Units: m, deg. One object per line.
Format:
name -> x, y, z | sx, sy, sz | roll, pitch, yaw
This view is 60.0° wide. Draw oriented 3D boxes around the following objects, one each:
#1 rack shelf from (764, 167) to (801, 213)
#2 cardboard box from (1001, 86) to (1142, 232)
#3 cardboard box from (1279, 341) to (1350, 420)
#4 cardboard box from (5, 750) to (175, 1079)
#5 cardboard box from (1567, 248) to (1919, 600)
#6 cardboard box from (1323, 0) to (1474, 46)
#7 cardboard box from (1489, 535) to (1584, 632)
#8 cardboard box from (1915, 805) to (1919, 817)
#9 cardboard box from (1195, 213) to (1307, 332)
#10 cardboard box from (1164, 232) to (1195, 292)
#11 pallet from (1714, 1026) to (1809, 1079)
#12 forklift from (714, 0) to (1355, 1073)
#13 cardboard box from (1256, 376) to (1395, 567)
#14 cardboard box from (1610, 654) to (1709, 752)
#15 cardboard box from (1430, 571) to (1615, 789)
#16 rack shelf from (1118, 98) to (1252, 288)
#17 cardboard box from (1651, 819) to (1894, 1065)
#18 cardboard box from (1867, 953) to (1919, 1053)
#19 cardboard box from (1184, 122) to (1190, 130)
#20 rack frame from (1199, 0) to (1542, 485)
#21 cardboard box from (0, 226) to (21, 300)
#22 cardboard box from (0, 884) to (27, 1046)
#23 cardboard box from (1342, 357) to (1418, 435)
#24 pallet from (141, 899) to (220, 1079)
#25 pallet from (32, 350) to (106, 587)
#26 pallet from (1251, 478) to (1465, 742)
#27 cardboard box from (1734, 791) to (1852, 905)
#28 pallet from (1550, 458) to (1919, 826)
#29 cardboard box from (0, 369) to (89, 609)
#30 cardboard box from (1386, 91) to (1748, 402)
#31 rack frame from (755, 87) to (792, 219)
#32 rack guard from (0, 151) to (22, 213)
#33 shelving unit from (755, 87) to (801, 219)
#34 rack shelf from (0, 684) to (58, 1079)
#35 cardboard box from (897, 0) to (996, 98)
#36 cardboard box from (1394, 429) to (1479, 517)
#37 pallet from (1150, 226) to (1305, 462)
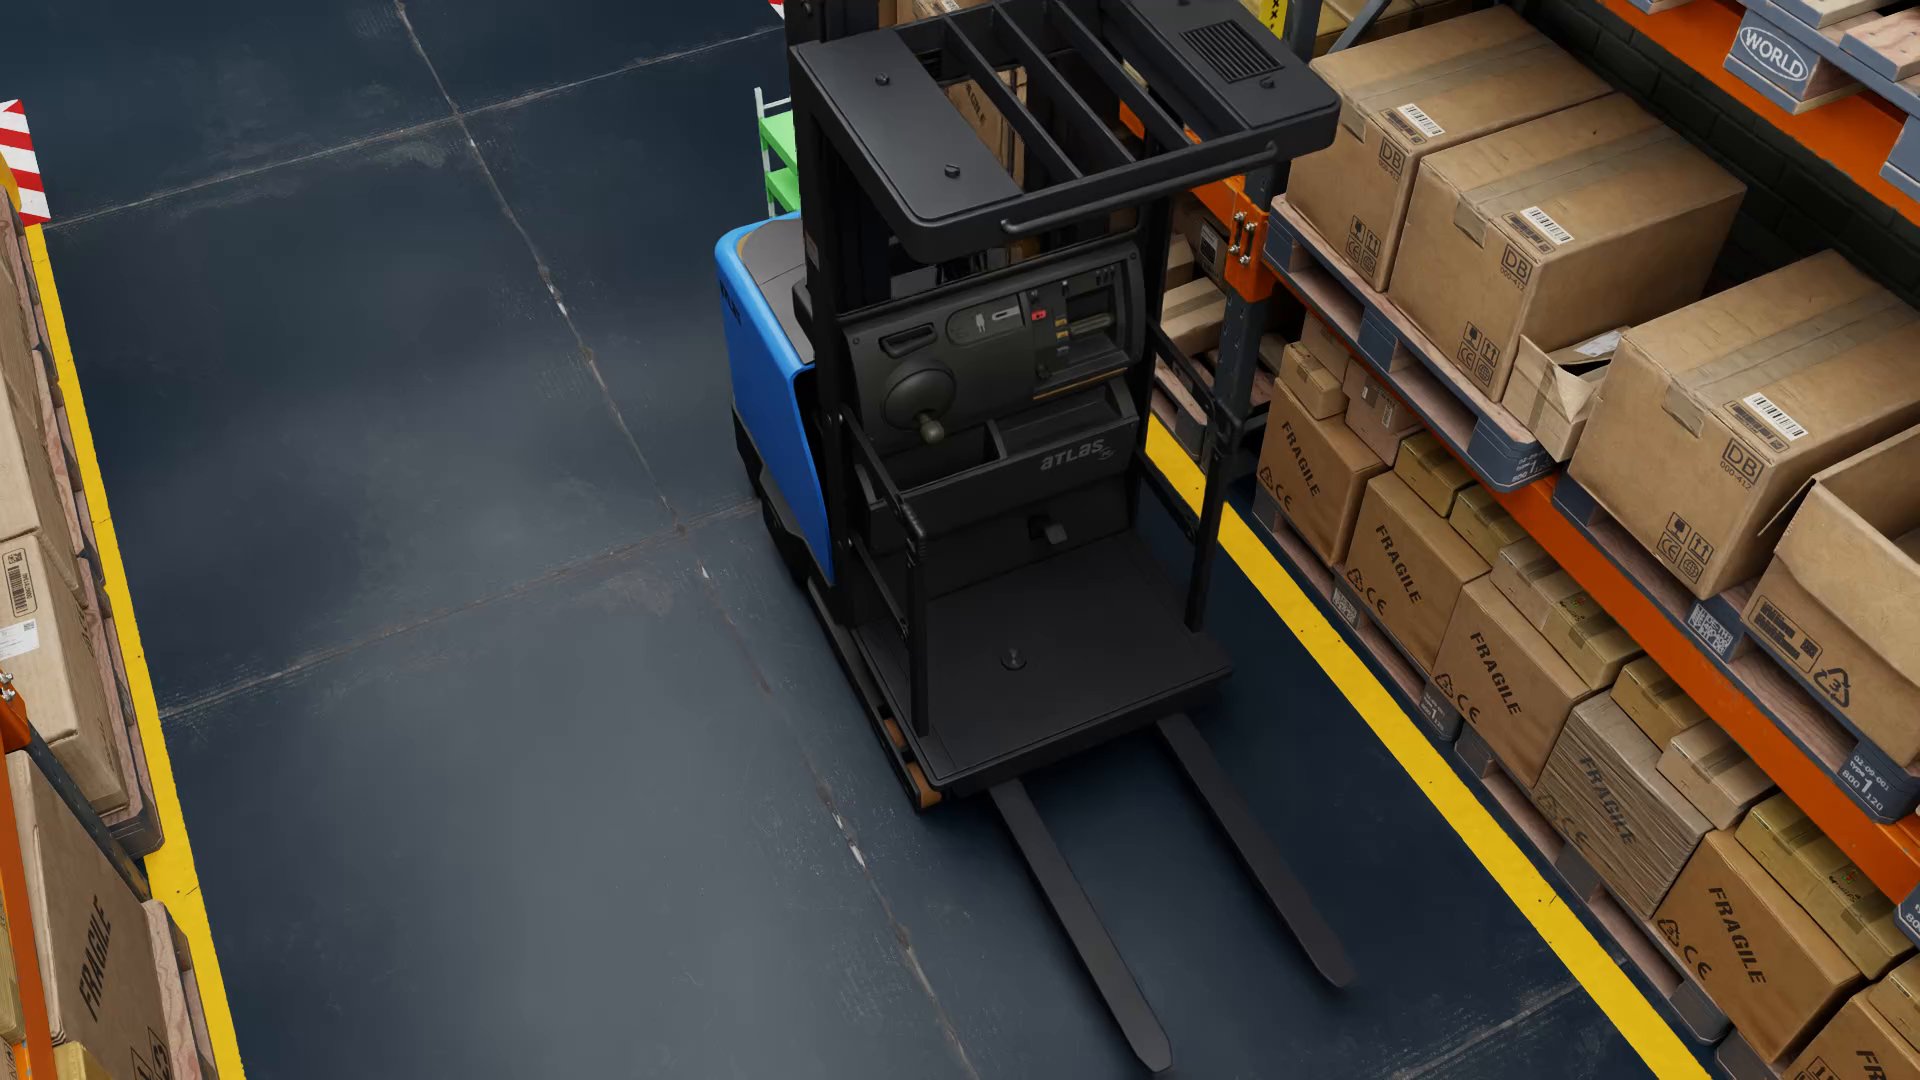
rack shelf -> -0.526, -1.252, 6.307 | 0.258, 0.148, 0.480 | -22, 51, -18
cardboard box -> 0.603, -1.668, 7.098 | 0.700, 0.500, 0.500 | -23, 53, -19
cardboard box -> 1.334, -0.595, 5.729 | 0.380, 0.149, 0.250 | -19, 51, -16
cardboard box -> -2.650, 1.263, 4.286 | 0.875, 0.875, 0.875 | -20, 52, -16
cardboard box -> 2.025, -0.297, 4.171 | 0.700, 0.500, 0.500 | -21, 52, -18
cardboard box -> 1.420, -1.871, 5.796 | 0.500, 0.250, 0.500 | -22, 52, -18
cardboard box -> 1.876, 0.090, 5.129 | 0.380, 0.149, 0.250 | -21, 52, -18
cardboard box -> 2.466, 0.595, 3.557 | 0.500, 0.250, 0.500 | -23, 53, -19
cardboard box -> 1.314, -1.175, 6.792 | 0.500, 0.311, 0.500 | -19, 52, -16
cardboard box -> 0.727, -1.147, 6.798 | 0.396, 0.266, 0.258 | -19, 52, -16
pallet -> 2.929, 1.684, 4.637 | 1.003, 0.211, 1.213 | -21, 52, -18
forklift -> 0.211, -0.465, 4.710 | 1.130, 2.935, 3.031 | -19, 52, -16
cardboard box -> 1.428, -0.312, 5.912 | 0.500, 0.500, 0.500 | -19, 52, -16
cardboard box -> 2.137, 0.428, 4.834 | 0.380, 0.149, 0.250 | -21, 52, -17
cardboard box -> 1.905, 0.376, 5.310 | 0.500, 0.500, 0.500 | -23, 53, -19
rack shelf -> 0.491, -2.500, 6.922 | 1.077, 0.370, 4.000 | -21, 52, -18
cardboard box -> 2.391, 1.067, 4.706 | 0.500, 0.500, 0.500 | -19, 52, -16
cardboard box -> 2.552, 1.143, 4.208 | 0.380, 0.149, 0.250 | -23, 53, -19
cardboard box -> 0.898, -1.609, 5.831 | 0.380, 0.149, 0.250 | -20, 52, -17
rack frame -> 1.407, -1.398, 5.480 | 1.000, 3.000, 0.127 | -21, 52, -18
cardboard box -> -4.445, -1.251, 6.774 | 0.875, 0.438, 0.875 | -23, 53, -19
cardboard box -> -2.344, 0.918, 3.554 | 0.500, 0.250, 0.500 | -22, 52, -18
cardboard box -> 1.496, -0.536, 5.479 | 0.380, 0.149, 0.250 | -24, 53, -19
pallet -> -2.585, 1.722, 4.603 | 1.003, 0.211, 1.213 | -21, 52, -18
pallet -> -3.846, -0.122, 6.216 | 1.003, 0.211, 1.213 | -21, 52, -18
pallet -> 1.812, 0.051, 6.065 | 1.003, 0.211, 1.213 | -21, 52, -18
cardboard box -> 2.357, 0.784, 4.522 | 0.380, 0.149, 0.250 | -22, 52, -18
pallet -> 2.343, 0.042, 4.348 | 1.003, 0.211, 1.213 | -21, 52, -18
cardboard box -> -3.607, -0.037, 5.713 | 0.875, 0.438, 0.875 | -23, 53, -19
cardboard box -> 1.666, -0.822, 4.631 | 0.700, 0.500, 0.500 | -21, 52, -17
rack frame -> -0.640, -1.292, 6.583 | 0.240, 1.200, 0.015 | -22, 51, -18
rack guard -> -4.847, -1.556, 7.279 | 1.175, 0.500, 0.348 | -21, 52, -18
shelving unit -> -0.524, -1.134, 6.437 | 0.258, 1.200, 0.503 | -22, 51, -18
rack shelf -> -2.090, 1.889, 3.083 | 1.077, 0.370, 4.000 | -21, 52, -18
cardboard box -> 0.128, -2.363, 7.706 | 0.700, 0.500, 0.500 | -19, 52, -16
cardboard box -> 1.657, -0.269, 5.443 | 0.380, 0.149, 0.250 | -24, 53, -19
pallet -> 1.093, -0.940, 6.932 | 1.003, 0.211, 1.213 | -21, 52, -18
